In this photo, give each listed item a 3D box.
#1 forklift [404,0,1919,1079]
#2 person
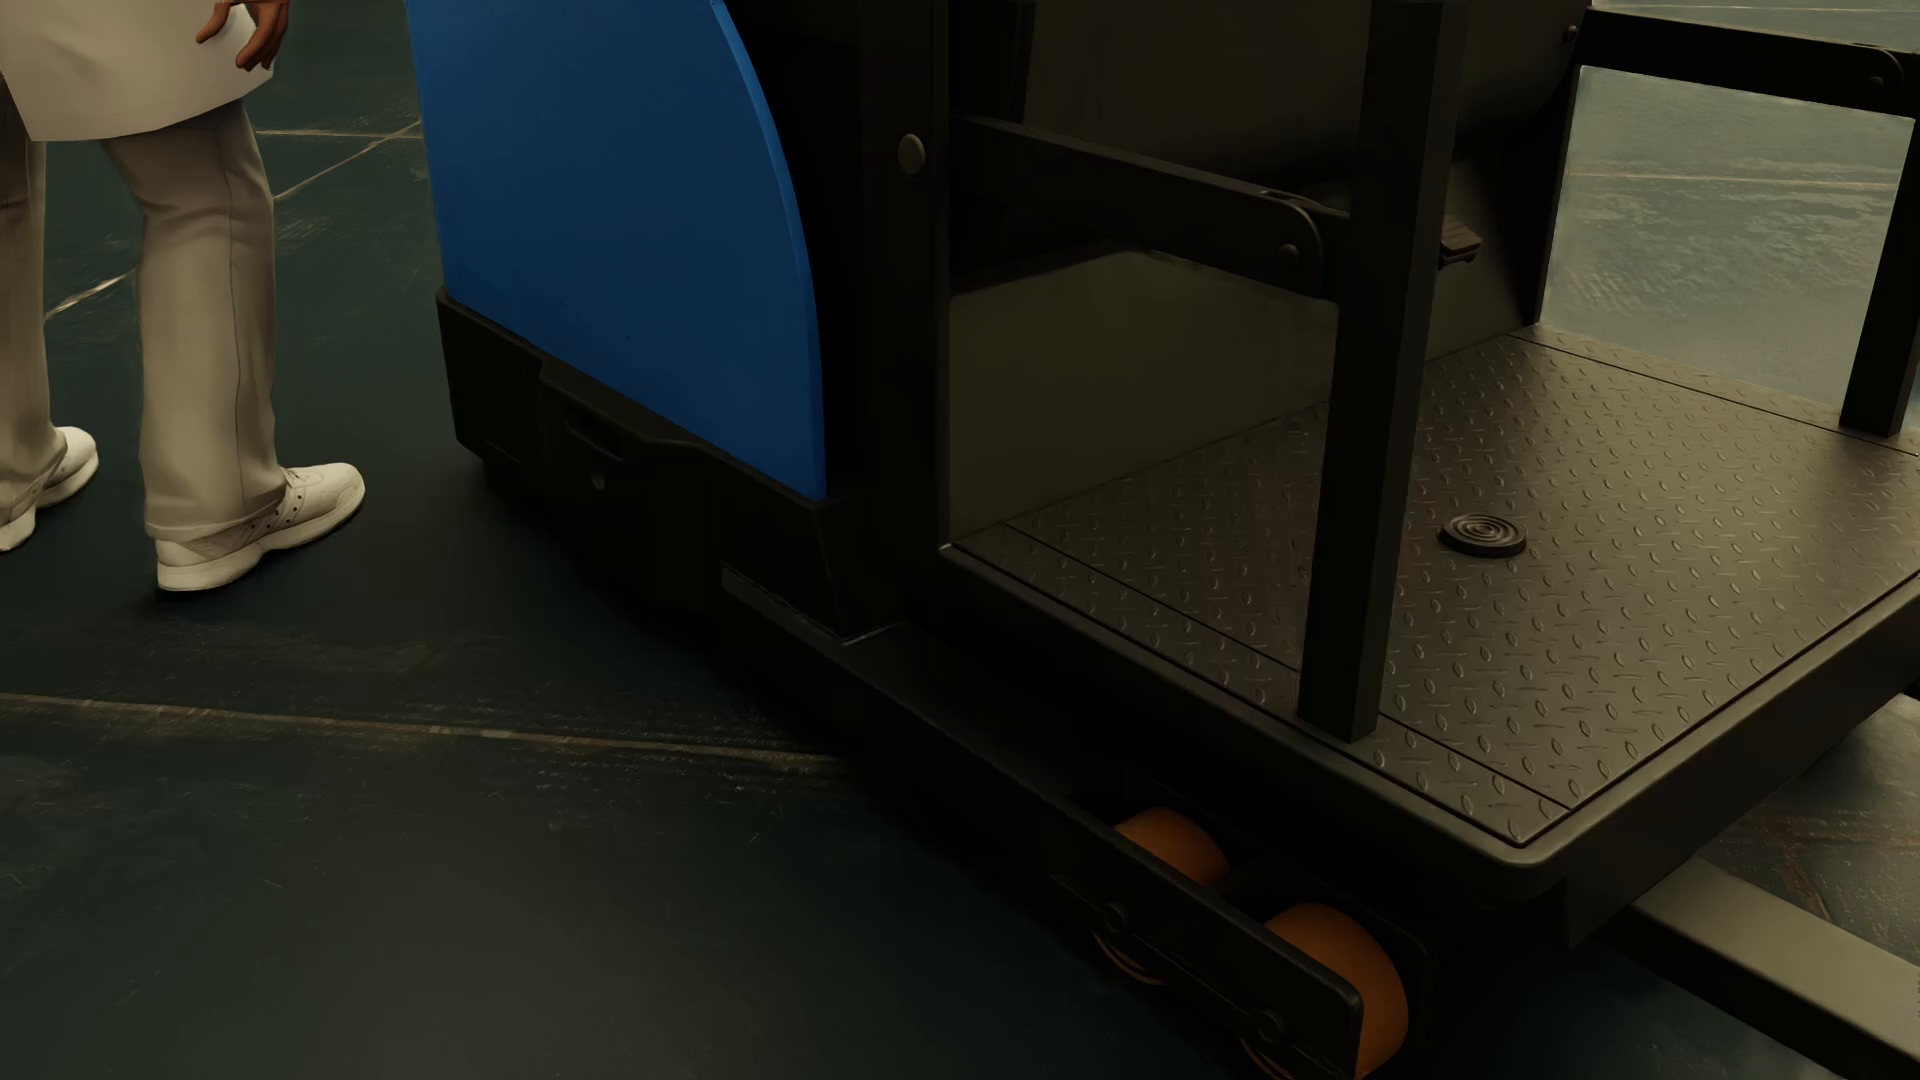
[{"bbox_3d":[0.519,-1.068,1.357,1.130,2.935,3.031,-21,33,-35],"label":"forklift"},{"bbox_3d":[-1.182,-0.804,2.138,0.789,1.763,0.418,5,27,10],"label":"person"}]
